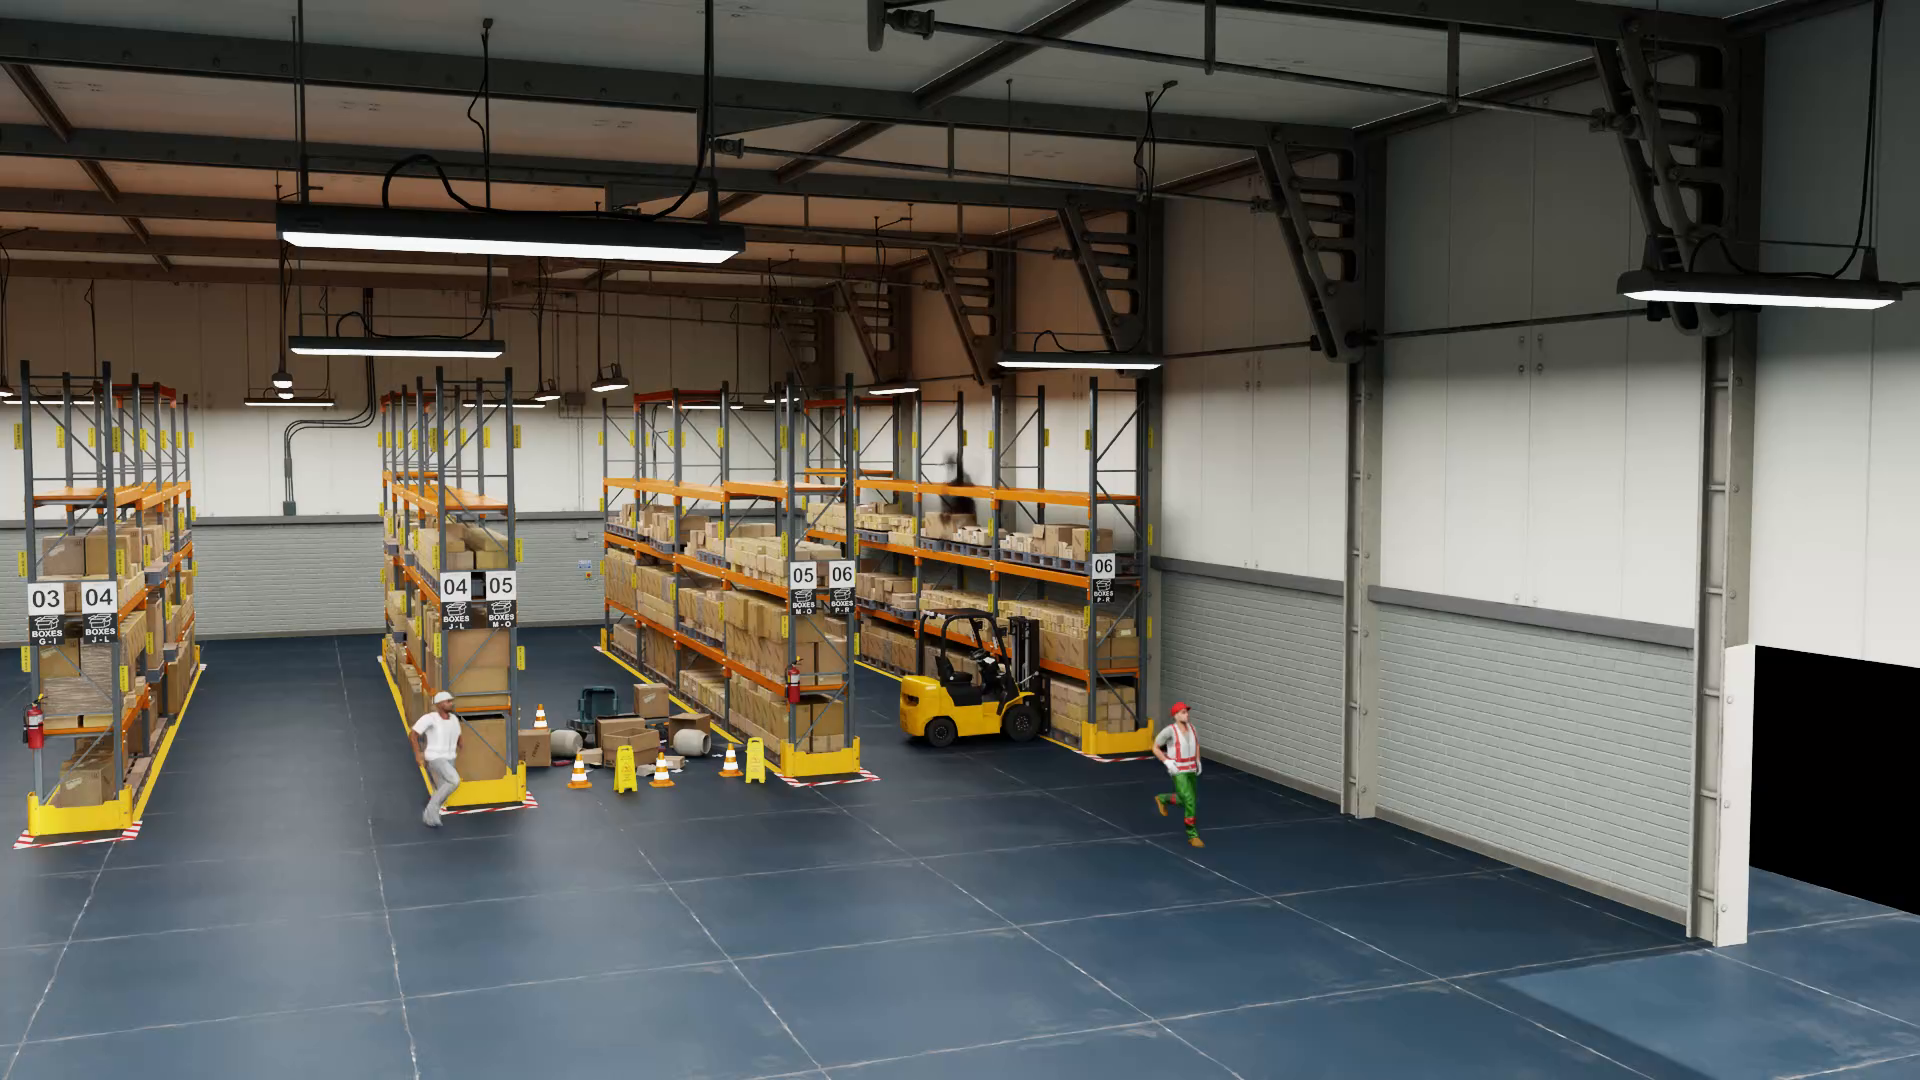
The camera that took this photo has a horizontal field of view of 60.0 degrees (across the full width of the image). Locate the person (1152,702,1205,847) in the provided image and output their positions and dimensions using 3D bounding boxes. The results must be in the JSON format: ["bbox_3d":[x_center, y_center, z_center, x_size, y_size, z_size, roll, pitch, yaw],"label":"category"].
[{"bbox_3d":[2.742,2.899,20.796,0.649,1.756,0.940,-3,4,-38],"label":"person"}]

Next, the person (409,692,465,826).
[{"bbox_3d":[-6.697,2.835,21.605,0.609,1.714,0.712,1,4,23],"label":"person"}]
